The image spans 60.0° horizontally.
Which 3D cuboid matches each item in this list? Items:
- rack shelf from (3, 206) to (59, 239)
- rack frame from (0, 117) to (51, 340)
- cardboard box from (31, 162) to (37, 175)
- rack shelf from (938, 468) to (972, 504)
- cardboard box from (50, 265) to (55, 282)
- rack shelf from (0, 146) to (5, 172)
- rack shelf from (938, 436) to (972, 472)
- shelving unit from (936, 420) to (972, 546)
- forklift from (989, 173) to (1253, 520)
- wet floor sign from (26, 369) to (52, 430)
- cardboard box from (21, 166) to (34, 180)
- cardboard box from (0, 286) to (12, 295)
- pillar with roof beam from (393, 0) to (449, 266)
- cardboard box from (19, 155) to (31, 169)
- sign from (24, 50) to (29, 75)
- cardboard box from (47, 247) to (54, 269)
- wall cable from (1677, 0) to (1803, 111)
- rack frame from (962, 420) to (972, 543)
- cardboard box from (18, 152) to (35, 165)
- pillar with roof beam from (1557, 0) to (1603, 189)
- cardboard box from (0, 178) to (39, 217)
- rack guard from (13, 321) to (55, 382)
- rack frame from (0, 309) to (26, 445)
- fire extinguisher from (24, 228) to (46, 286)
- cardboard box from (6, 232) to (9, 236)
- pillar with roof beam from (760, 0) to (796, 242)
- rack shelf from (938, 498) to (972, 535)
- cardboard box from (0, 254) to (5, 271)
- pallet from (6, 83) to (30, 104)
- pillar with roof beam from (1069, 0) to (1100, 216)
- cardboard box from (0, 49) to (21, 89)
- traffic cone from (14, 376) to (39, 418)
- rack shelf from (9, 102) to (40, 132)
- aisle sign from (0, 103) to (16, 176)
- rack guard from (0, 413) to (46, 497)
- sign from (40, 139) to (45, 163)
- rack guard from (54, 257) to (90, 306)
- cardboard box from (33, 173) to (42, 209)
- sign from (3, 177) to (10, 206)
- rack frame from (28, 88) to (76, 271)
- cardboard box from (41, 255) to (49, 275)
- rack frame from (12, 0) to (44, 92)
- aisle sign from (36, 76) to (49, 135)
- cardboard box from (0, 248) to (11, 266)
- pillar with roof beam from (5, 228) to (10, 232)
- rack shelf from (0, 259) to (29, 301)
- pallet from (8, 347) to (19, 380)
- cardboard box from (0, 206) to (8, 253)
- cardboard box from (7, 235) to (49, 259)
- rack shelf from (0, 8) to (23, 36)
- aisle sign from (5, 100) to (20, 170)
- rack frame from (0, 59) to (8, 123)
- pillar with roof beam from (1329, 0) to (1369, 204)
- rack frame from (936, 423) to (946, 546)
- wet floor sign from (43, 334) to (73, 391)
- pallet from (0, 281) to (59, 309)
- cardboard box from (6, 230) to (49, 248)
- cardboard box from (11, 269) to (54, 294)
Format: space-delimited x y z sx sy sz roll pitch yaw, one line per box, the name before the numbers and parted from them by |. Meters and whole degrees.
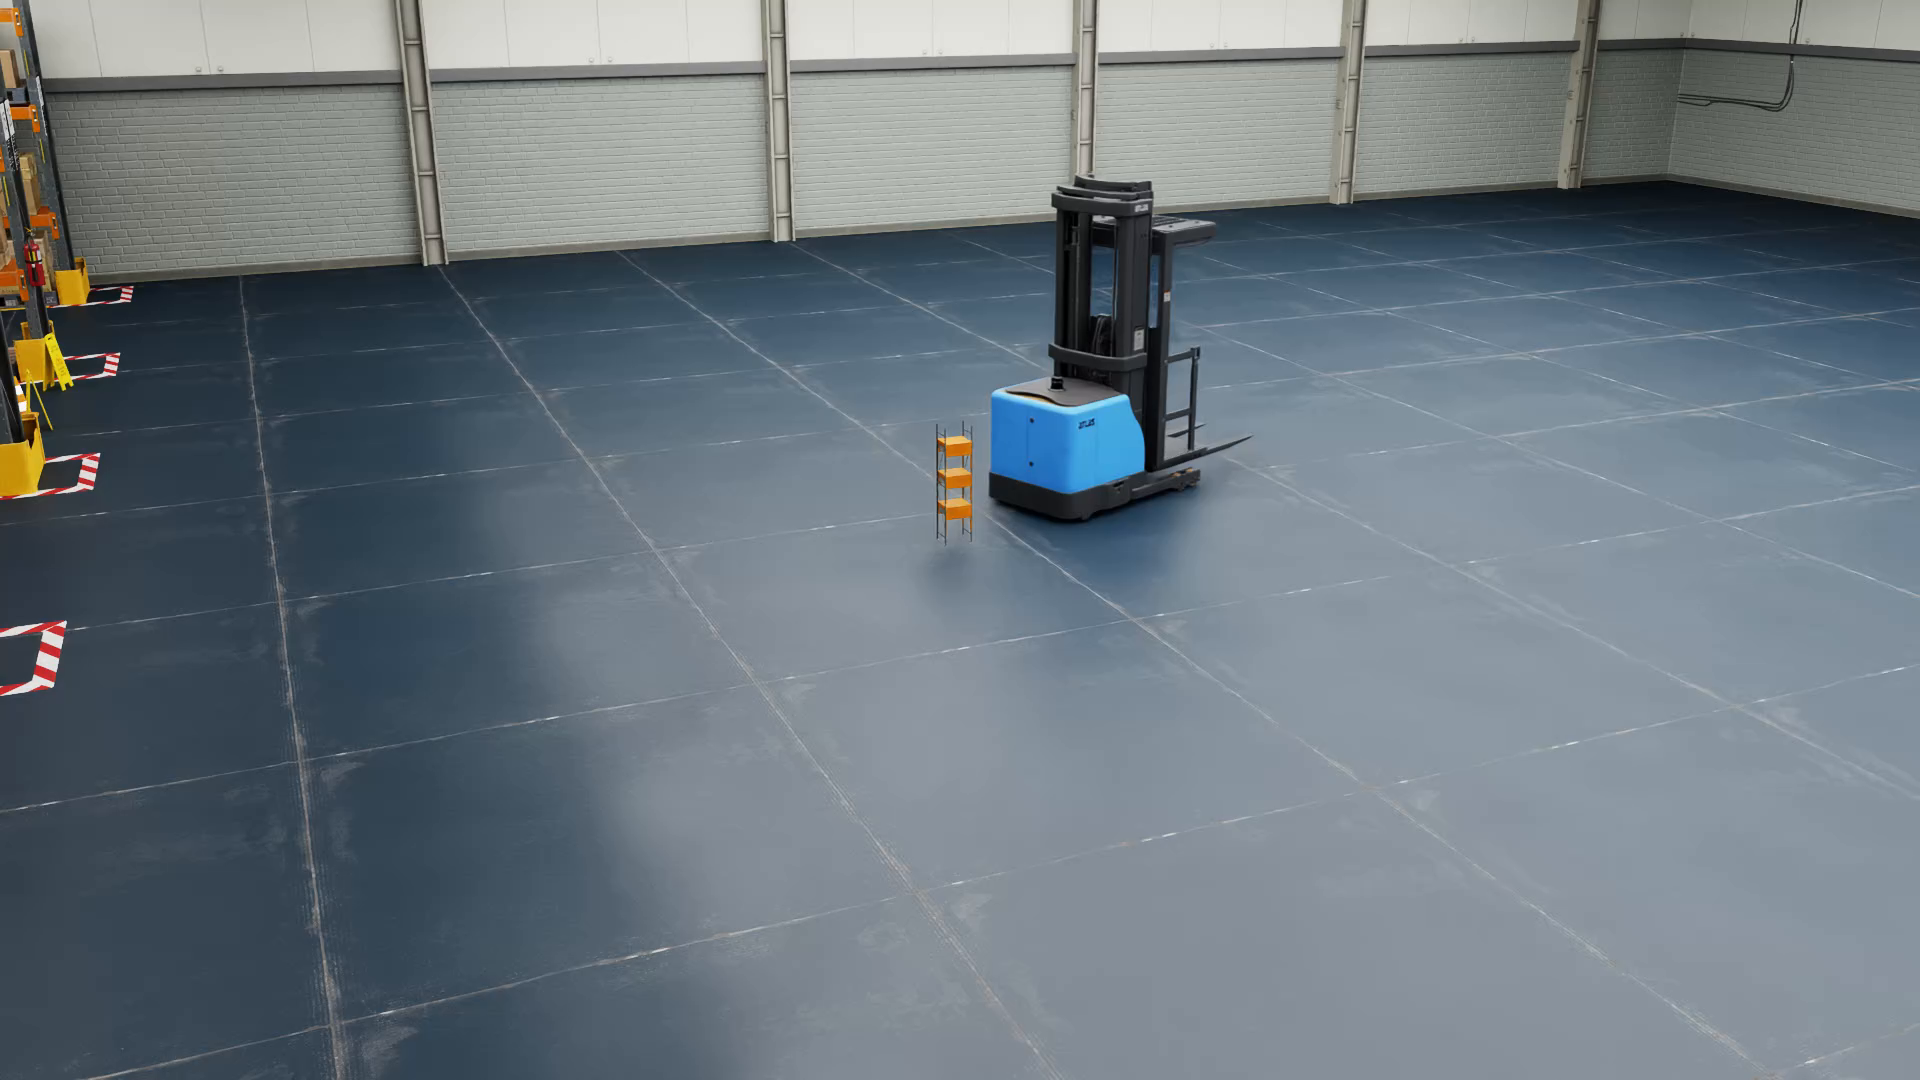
rack shelf | -15.037 -4.418 23.636 4.000 0.370 1.077 -8 21 -22
rack frame | -11.231 -3.507 19.966 0.127 3.000 1.000 -8 21 -22
cardboard box | -13.614 -5.408 24.237 0.250 0.149 0.380 -9 21 -23
rack shelf | -0.049 -0.478 14.331 0.240 0.259 0.215 -8 21 -22
cardboard box | -13.729 -3.916 24.637 0.500 0.250 0.500 -8 21 -22
rack shelf | -13.067 -4.320 18.840 4.000 0.370 1.077 -8 21 -22
rack shelf | -0.049 -0.746 14.237 0.240 0.259 0.215 -8 21 -22
shelving unit | -0.049 -0.488 14.328 0.252 1.050 0.215 -8 21 -22
forklift | 1.669 -1.962 15.680 3.031 2.935 1.130 -18 26 -42
wet floor sign | -9.935 -1.508 17.833 0.232 0.644 0.267 -12 23 -31
cardboard box | -13.407 -5.242 23.767 0.250 0.149 0.380 -8 21 -21
cardboard box | -13.967 -3.701 24.024 0.500 0.250 0.500 -8 21 -22
pillar with roof beam | -6.982 -7.510 22.301 0.400 9.000 9.100 -8 21 -22
cardboard box | -13.446 -5.402 23.774 0.250 0.149 0.380 -8 21 -22
sign | -12.998 -6.648 23.157 0.005 0.325 0.100 -8 21 -22
cardboard box | -13.714 -4.159 24.572 0.500 0.250 0.500 -8 21 -21
wall cable | 16.579 -10.499 35.467 0.112 2.526 3.097 -8 21 -22
rack frame | 0.063 -0.504 14.373 0.008 1.050 0.200 -8 21 -22
cardboard box | -13.593 -5.535 24.150 0.250 0.149 0.380 -9 21 -23
pillar with roof beam | 15.055 -10.667 31.268 0.400 9.000 9.100 -8 21 -22
cardboard box | -13.548 -4.923 23.836 0.500 0.500 0.500 -9 21 -23
rack guard | -11.300 -2.318 20.353 0.348 0.500 1.175 -8 21 -22
rack frame | -9.177 -2.011 15.717 0.127 3.000 1.000 -8 21 -22
fire extinguisher | -10.943 -3.345 19.623 0.183 0.674 0.296 -8 21 -22
cardboard box | -14.174 -4.321 24.279 0.500 0.250 0.500 -8 21 -22
pillar with roof beam | -1.473 -8.299 24.543 0.400 9.000 9.100 -8 21 -22
rack shelf | -0.049 -0.216 14.423 0.240 0.259 0.215 -8 21 -22
cardboard box | -11.489 -3.274 19.683 0.250 0.149 0.380 -7 21 -20
pallet | -13.860 -6.308 23.539 1.213 0.211 1.003 -8 21 -22
pillar with roof beam | 4.037 -9.088 26.784 0.400 9.000 9.100 -8 21 -22
cardboard box | -13.510 -6.595 23.286 0.500 0.500 0.500 -7 21 -20
traffic cone | -10.363 -1.567 18.275 0.334 0.463 0.336 -8 21 -22
rack shelf | -15.037 -5.833 23.138 4.000 0.370 1.077 -8 21 -22
aisle sign | -11.059 -4.653 19.306 0.004 0.787 0.394 -8 21 -22
rack guard | -9.155 -0.835 16.141 0.348 0.500 1.175 -8 21 -22
sign | -12.998 -5.511 23.557 0.005 0.325 0.100 -8 21 -22
rack guard | -13.178 -3.844 24.688 0.348 0.500 1.175 -8 21 -22
cardboard box | -13.765 -5.087 24.303 0.500 0.500 0.500 -7 21 -20
sign | -11.029 -4.030 19.233 0.005 0.325 0.100 -8 21 -22
rack frame | -13.200 -5.020 24.264 0.127 3.000 1.000 -8 21 -22
cardboard box | -13.523 -3.998 24.115 0.500 0.250 0.500 -8 21 -23
rack frame | -13.200 -7.850 23.267 0.127 3.000 1.000 -8 21 -22
aisle sign | -13.023 -6.166 23.602 0.004 0.787 0.394 -8 21 -22
cardboard box | -11.624 -3.407 20.060 0.250 0.149 0.380 -8 21 -22
pillar with roof beam | -12.491 -6.720 20.059 0.400 9.000 9.100 -8 21 -22
rack shelf | -13.067 -2.905 19.338 4.000 0.370 1.077 -8 21 -22
pallet | -12.060 -2.086 20.128 1.213 0.211 1.003 -8 21 -22
cardboard box | -11.775 -3.717 19.963 0.500 0.500 0.500 -8 21 -23
cardboard box | -13.499 -4.237 24.042 0.500 0.250 0.500 -7 21 -20
rack shelf | -15.037 -7.059 22.706 4.000 0.370 1.077 -8 21 -22
aisle sign | -11.296 -4.836 19.826 0.004 0.787 0.394 -8 21 -22
rack frame | -11.231 -6.337 18.970 0.127 3.000 1.000 -8 21 -22
pillar with roof beam | 9.546 -9.878 29.026 0.400 9.000 9.100 -8 21 -22
rack frame | -0.161 -0.472 14.282 0.008 1.050 0.200 -8 21 -22
wet floor sign | -10.632 -2.095 19.501 0.232 0.644 0.267 -1 19 -3
pallet | -13.886 -3.592 24.405 1.213 0.211 1.003 -8 21 -22
cardboard box | -13.716 -4.388 24.469 0.500 0.250 0.500 -8 21 -23
cardboard box | -13.506 -3.763 24.201 0.500 0.250 0.500 -8 21 -22
